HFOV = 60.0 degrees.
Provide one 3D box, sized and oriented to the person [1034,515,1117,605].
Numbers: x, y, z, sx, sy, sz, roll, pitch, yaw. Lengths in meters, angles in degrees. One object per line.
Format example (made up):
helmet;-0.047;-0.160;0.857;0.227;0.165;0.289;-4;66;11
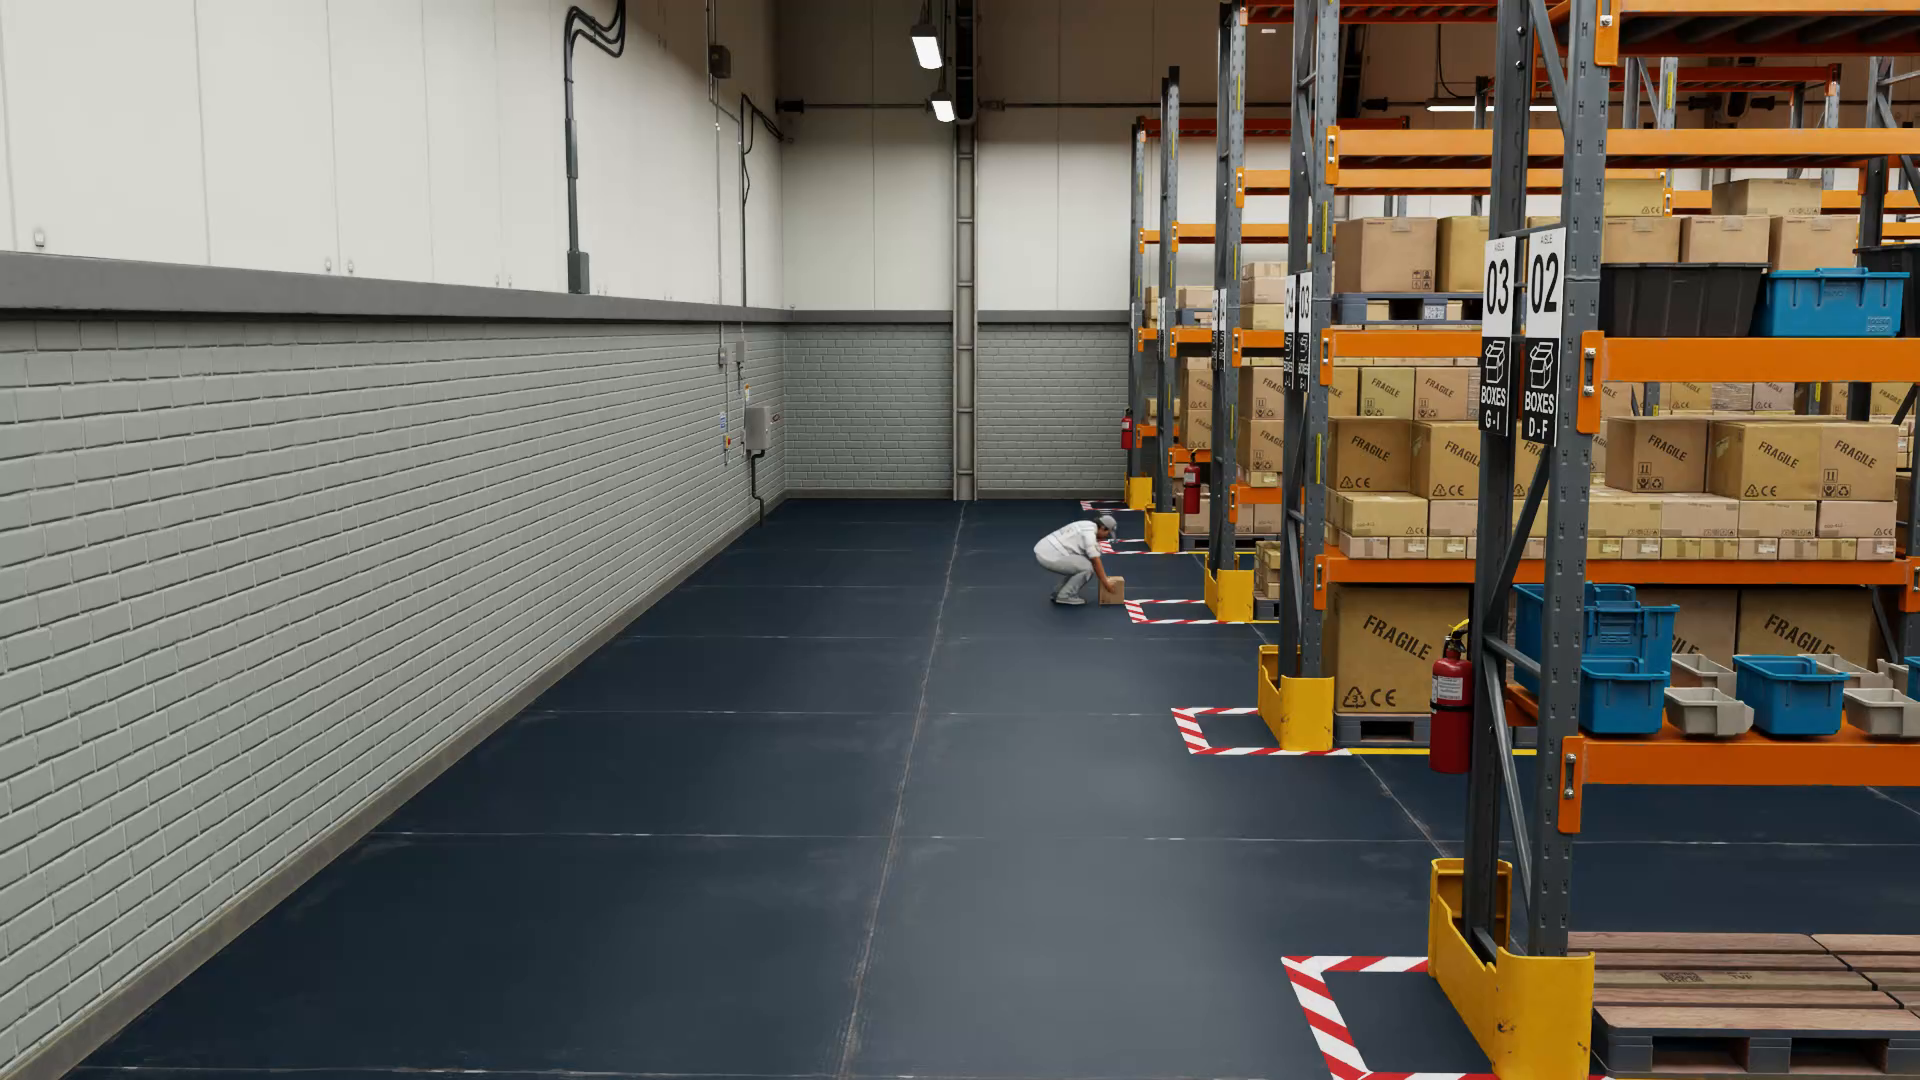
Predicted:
person;1.205;0.199;17.220;0.838;0.907;0.516;0;7;1
